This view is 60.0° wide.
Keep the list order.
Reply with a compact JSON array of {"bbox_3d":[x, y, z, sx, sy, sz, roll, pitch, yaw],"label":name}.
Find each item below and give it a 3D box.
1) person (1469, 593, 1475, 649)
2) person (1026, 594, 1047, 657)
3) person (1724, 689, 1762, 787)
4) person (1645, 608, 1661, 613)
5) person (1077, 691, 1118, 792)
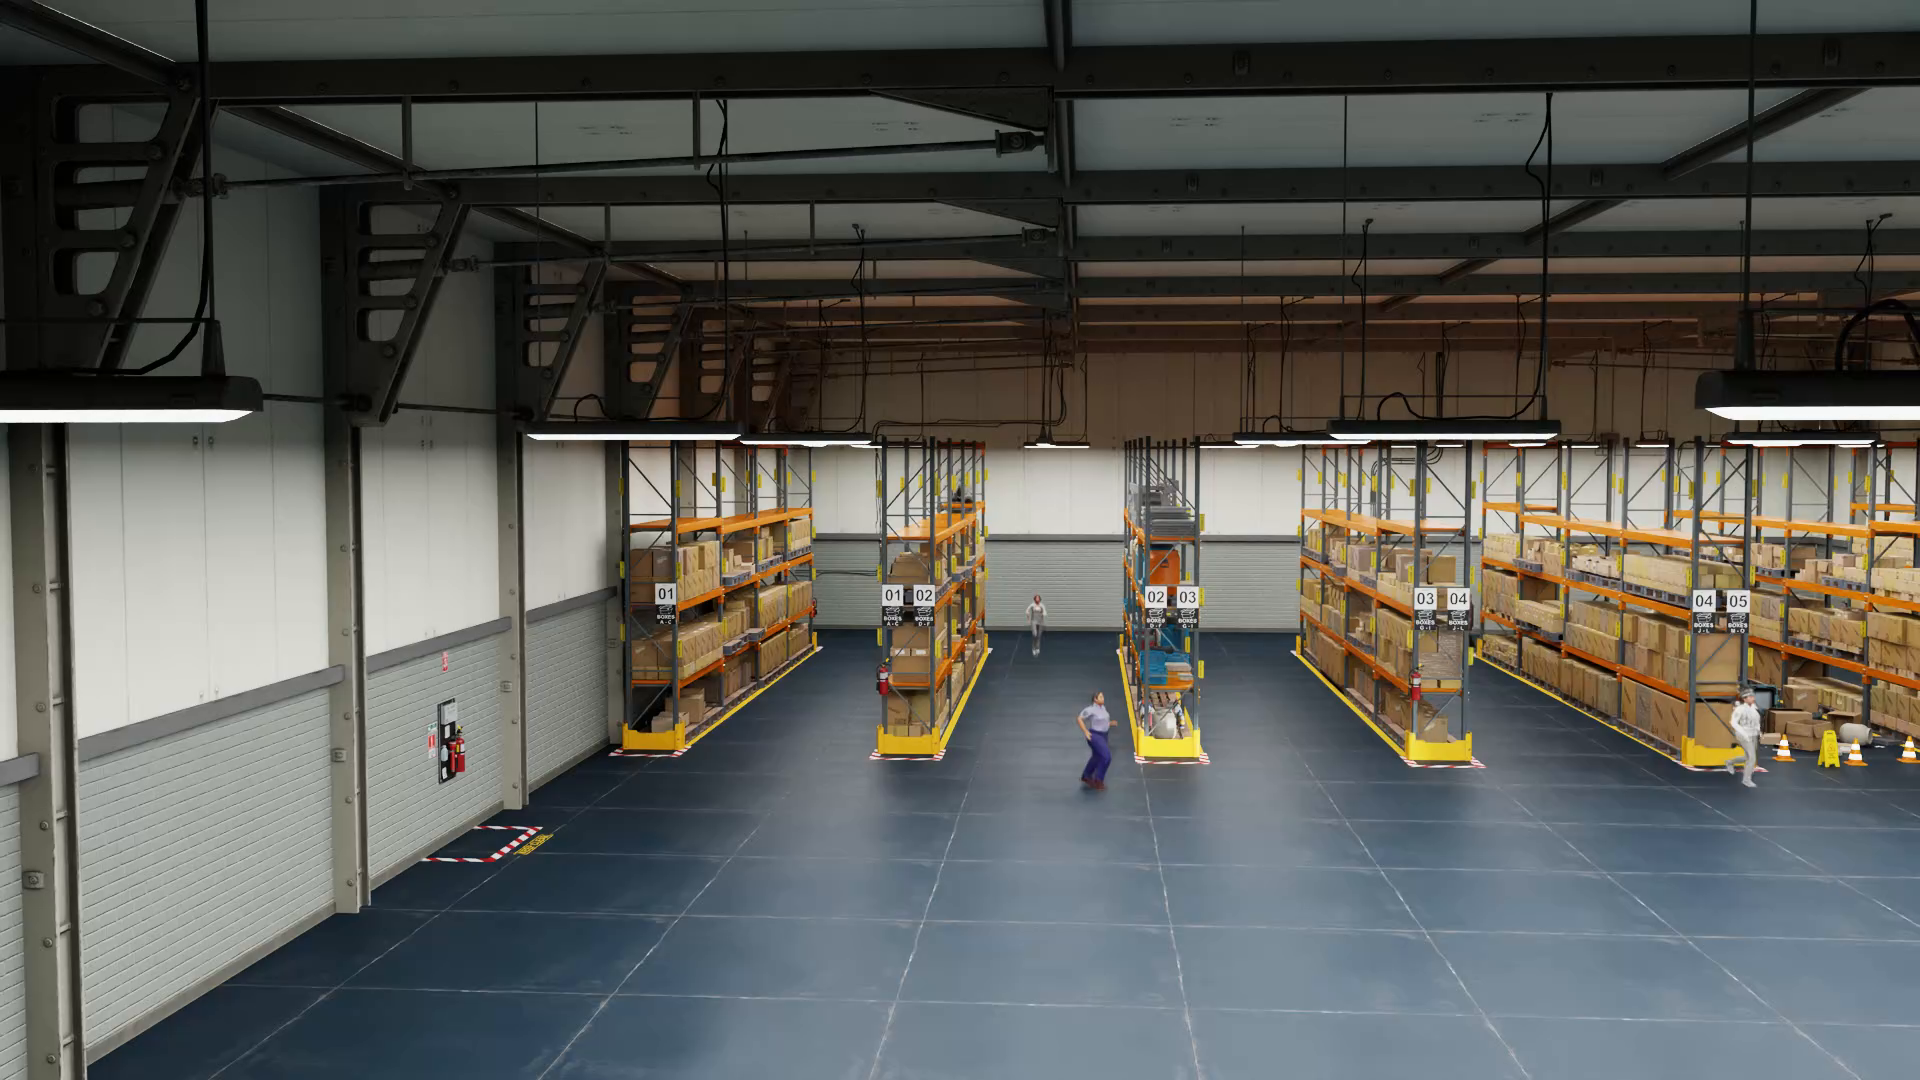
[{"bbox_3d":[14.505,2.320,47.569,0.661,1.710,0.766,0,3,-8],"label":"person"},{"bbox_3d":[2.045,2.279,44.279,0.507,1.672,0.673,0,3,-8],"label":"person"},{"bbox_3d":[13.437,3.370,28.576,0.622,1.699,0.657,-2,3,-28],"label":"person"},{"bbox_3d":[19.739,2.346,47.388,0.554,1.688,0.798,0,3,-3],"label":"person"},{"bbox_3d":[2.344,3.410,28.156,0.708,1.686,0.577,2,3,29],"label":"person"}]
